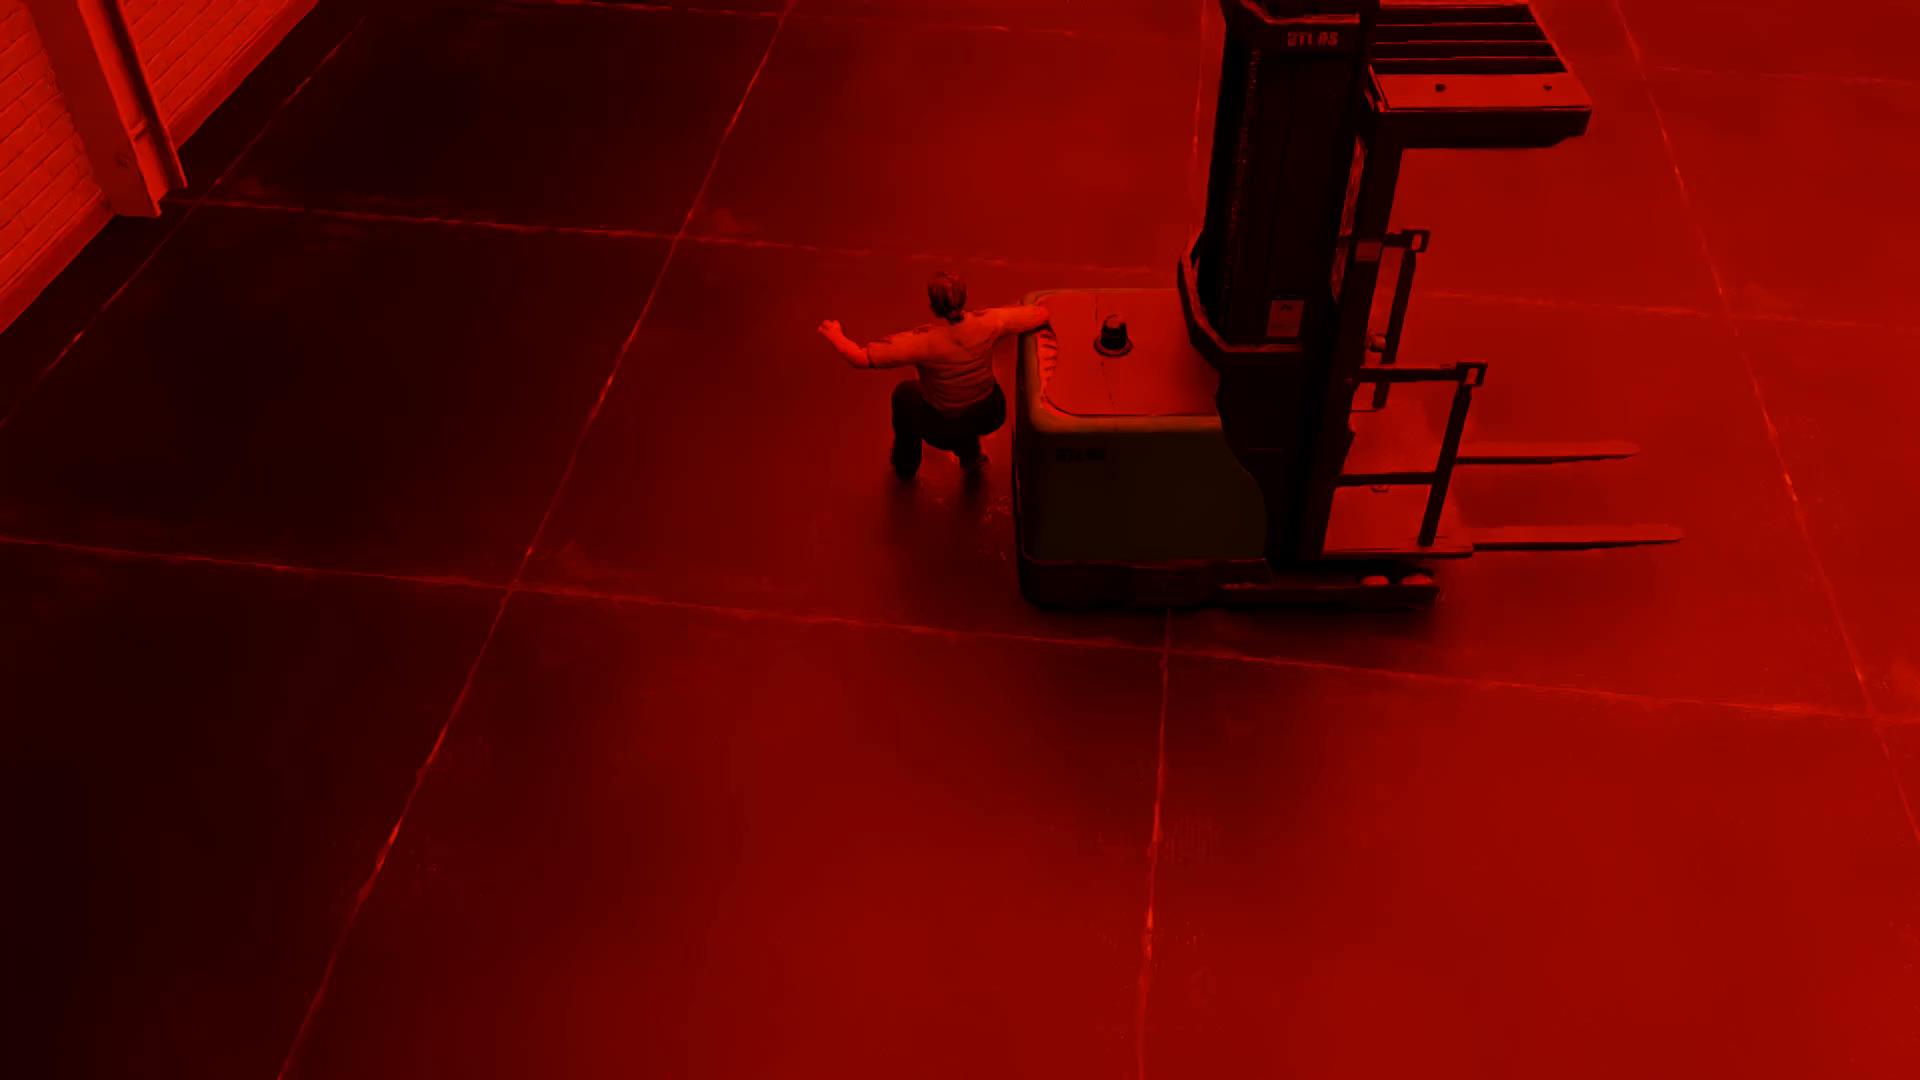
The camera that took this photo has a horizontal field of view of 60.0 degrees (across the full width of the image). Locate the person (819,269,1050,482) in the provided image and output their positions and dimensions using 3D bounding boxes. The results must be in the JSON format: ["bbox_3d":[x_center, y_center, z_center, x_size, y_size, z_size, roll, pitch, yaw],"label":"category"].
[{"bbox_3d":[-0.092,-0.780,7.691,1.009,1.406,0.788,-19,46,-20],"label":"person"}]

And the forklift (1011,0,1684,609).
[{"bbox_3d":[1.776,-1.126,6.950,3.031,2.935,1.130,-1,43,-1],"label":"forklift"}]
